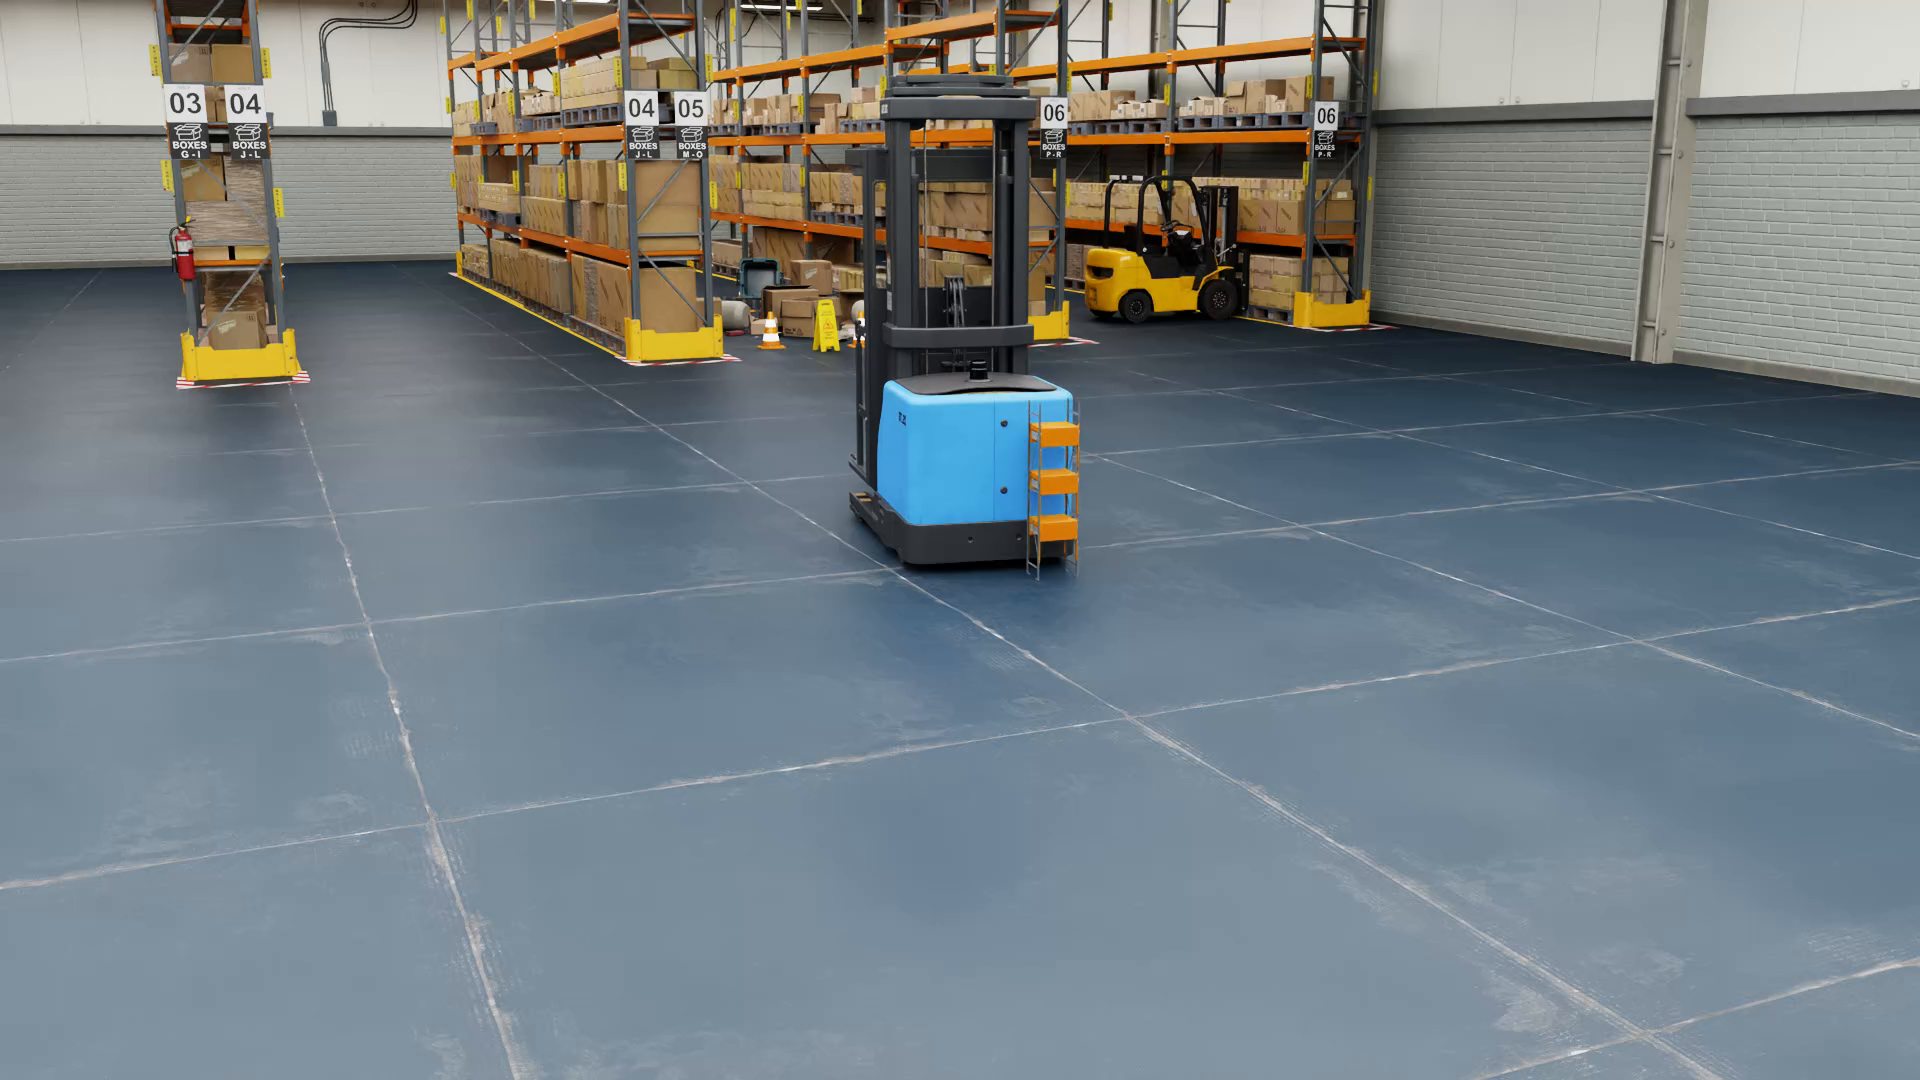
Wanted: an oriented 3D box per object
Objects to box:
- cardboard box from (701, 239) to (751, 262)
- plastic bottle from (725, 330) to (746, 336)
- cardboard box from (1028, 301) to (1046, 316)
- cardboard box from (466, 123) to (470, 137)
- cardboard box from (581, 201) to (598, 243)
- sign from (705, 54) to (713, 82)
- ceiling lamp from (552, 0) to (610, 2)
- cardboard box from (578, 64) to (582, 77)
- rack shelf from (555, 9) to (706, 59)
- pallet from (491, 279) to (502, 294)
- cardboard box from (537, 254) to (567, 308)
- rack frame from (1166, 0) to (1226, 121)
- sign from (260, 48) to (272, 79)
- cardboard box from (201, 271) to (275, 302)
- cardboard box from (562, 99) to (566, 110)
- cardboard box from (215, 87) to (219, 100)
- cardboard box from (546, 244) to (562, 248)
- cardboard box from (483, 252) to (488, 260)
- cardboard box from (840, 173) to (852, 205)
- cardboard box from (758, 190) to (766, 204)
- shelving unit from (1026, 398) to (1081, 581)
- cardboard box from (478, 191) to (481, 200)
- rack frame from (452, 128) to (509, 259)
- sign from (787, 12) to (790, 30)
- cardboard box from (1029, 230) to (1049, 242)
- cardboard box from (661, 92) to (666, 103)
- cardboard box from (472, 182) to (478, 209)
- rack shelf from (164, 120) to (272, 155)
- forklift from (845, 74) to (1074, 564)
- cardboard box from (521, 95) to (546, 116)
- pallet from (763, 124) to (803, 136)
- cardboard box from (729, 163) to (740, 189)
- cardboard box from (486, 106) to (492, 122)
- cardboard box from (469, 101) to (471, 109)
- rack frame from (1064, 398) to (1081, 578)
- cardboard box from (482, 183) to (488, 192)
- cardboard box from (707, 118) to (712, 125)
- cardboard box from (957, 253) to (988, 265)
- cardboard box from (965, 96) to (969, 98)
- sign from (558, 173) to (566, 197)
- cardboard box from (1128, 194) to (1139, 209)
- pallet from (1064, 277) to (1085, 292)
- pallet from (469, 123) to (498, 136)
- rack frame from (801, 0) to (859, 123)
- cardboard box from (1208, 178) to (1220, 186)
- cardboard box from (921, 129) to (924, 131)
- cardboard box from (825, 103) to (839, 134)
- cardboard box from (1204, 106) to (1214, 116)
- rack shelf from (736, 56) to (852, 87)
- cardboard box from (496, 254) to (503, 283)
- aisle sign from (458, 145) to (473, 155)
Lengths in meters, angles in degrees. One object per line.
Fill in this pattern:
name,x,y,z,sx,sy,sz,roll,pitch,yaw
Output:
cardboard box,-5.109,-6.339,36.358,0.875,0.438,0.875,-6,14,-25
plastic bottle,-3.128,-2.888,23.212,0.283,0.061,0.133,-12,18,-42
cardboard box,0.874,-3.261,23.474,0.500,0.250,0.500,-6,14,-23
cardboard box,-9.195,-7.890,31.988,0.500,0.250,0.500,-6,14,-24
cardboard box,-4.645,-4.327,22.581,0.875,0.550,0.550,-6,14,-23
sign,-3.040,-5.711,20.127,0.100,0.325,0.005,-6,14,-23
ceiling lamp,-8.762,-13.612,36.782,2.000,3.185,0.800,-6,14,-23
cardboard box,-4.808,-6.175,21.881,0.380,0.149,0.250,-6,14,-23
rack shelf,-4.352,-6.527,21.597,1.077,0.370,4.000,-6,14,-23
pallet,-8.045,-4.696,30.694,1.003,0.211,1.213,-6,14,-23
cardboard box,-5.868,-3.991,25.520,1.050,0.750,0.750,-6,14,-23
rack frame,3.888,-8.403,27.218,1.000,3.000,0.127,-6,14,-23
sign,-7.639,-5.246,18.291,0.100,0.325,0.005,-6,14,-23
cardboard box,-11.598,-4.276,26.474,1.225,0.875,0.875,-6,14,-26
cardboard box,-5.319,-6.049,23.106,0.380,0.149,0.250,-6,14,-24
cardboard box,-8.264,-5.073,18.933,0.380,0.149,0.250,-6,14,-24
cardboard box,-6.810,-4.906,28.363,0.500,0.250,0.500,-6,14,-26
cardboard box,-8.878,-5.420,31.709,0.380,0.149,0.250,-5,14,-22
cardboard box,-1.665,-5.821,27.558,0.500,0.500,0.500,-6,14,-25
cardboard box,-3.533,-6.526,31.638,0.500,0.250,0.500,-5,14,-22
shelving unit,0.551,-0.300,9.839,0.252,1.050,0.215,-4,14,-17
cardboard box,-8.622,-6.320,30.490,0.380,0.149,0.250,-5,14,-22
rack frame,-9.960,-7.042,34.644,1.000,3.000,0.127,-6,14,-23
sign,-3.371,-10.152,32.527,0.100,0.325,0.005,-6,14,-23
cardboard box,0.997,-4.171,22.796,0.380,0.149,0.250,-6,14,-23
cardboard box,-3.498,-5.481,20.652,0.380,0.149,0.250,-5,14,-22
cardboard box,-9.018,-6.591,31.814,0.500,0.500,0.500,-6,14,-25
rack shelf,-8.937,-4.833,20.044,1.077,0.370,4.000,-6,14,-23
forklift,-0.147,-1.566,11.136,1.130,2.935,3.031,-3,13,-13
cardboard box,-6.667,-6.891,26.384,0.500,0.311,0.500,-6,14,-23
pallet,-3.018,-7.586,30.759,1.003,0.211,1.213,-5,14,-20
cardboard box,-4.305,-7.292,33.285,0.500,0.500,0.500,-6,14,-23
cardboard box,-8.198,-7.637,29.831,0.500,0.311,0.500,-6,14,-24
cardboard box,-9.159,-8.296,31.751,0.380,0.149,0.250,-6,14,-25
rack frame,0.667,-0.309,9.875,0.008,1.050,0.200,-4,14,-17
cardboard box,-8.404,-6.355,29.980,0.380,0.149,0.250,-5,14,-22
cardboard box,-5.240,-8.857,35.237,0.380,0.149,0.250,-5,14,-21
cardboard box,0.175,-3.963,23.404,0.380,0.149,0.250,-5,14,-21
cardboard box,0.296,-6.140,22.883,0.380,0.149,0.250,-6,14,-23
sign,-5.647,-5.037,23.590,0.100,0.325,0.005,-6,14,-23
cardboard box,3.244,-5.834,28.650,0.500,0.250,0.500,-6,14,-24
pallet,2.580,-4.774,31.030,1.003,0.211,1.213,-6,14,-23
pallet,-8.208,-7.448,30.164,1.213,0.211,1.003,-6,14,-23
rack frame,-2.261,-8.780,28.849,1.000,3.000,0.127,-6,14,-23
cardboard box,4.180,-5.686,26.463,0.380,0.149,0.250,-6,14,-24
cardboard box,-0.343,-6.071,24.355,0.380,0.149,0.250,-6,14,-25
cardboard box,-1.890,-7.171,28.326,0.700,0.500,0.500,-6,14,-23
cardboard box,4.097,-6.793,26.321,0.380,0.149,0.250,-5,14,-21
rack shelf,-3.062,-8.648,30.760,1.077,0.370,4.000,-6,14,-23
cardboard box,-8.092,-4.917,30.073,0.500,0.500,0.500,-5,14,-20
aisle sign,-10.265,-8.297,34.299,0.394,0.787,0.004,-6,14,-23
